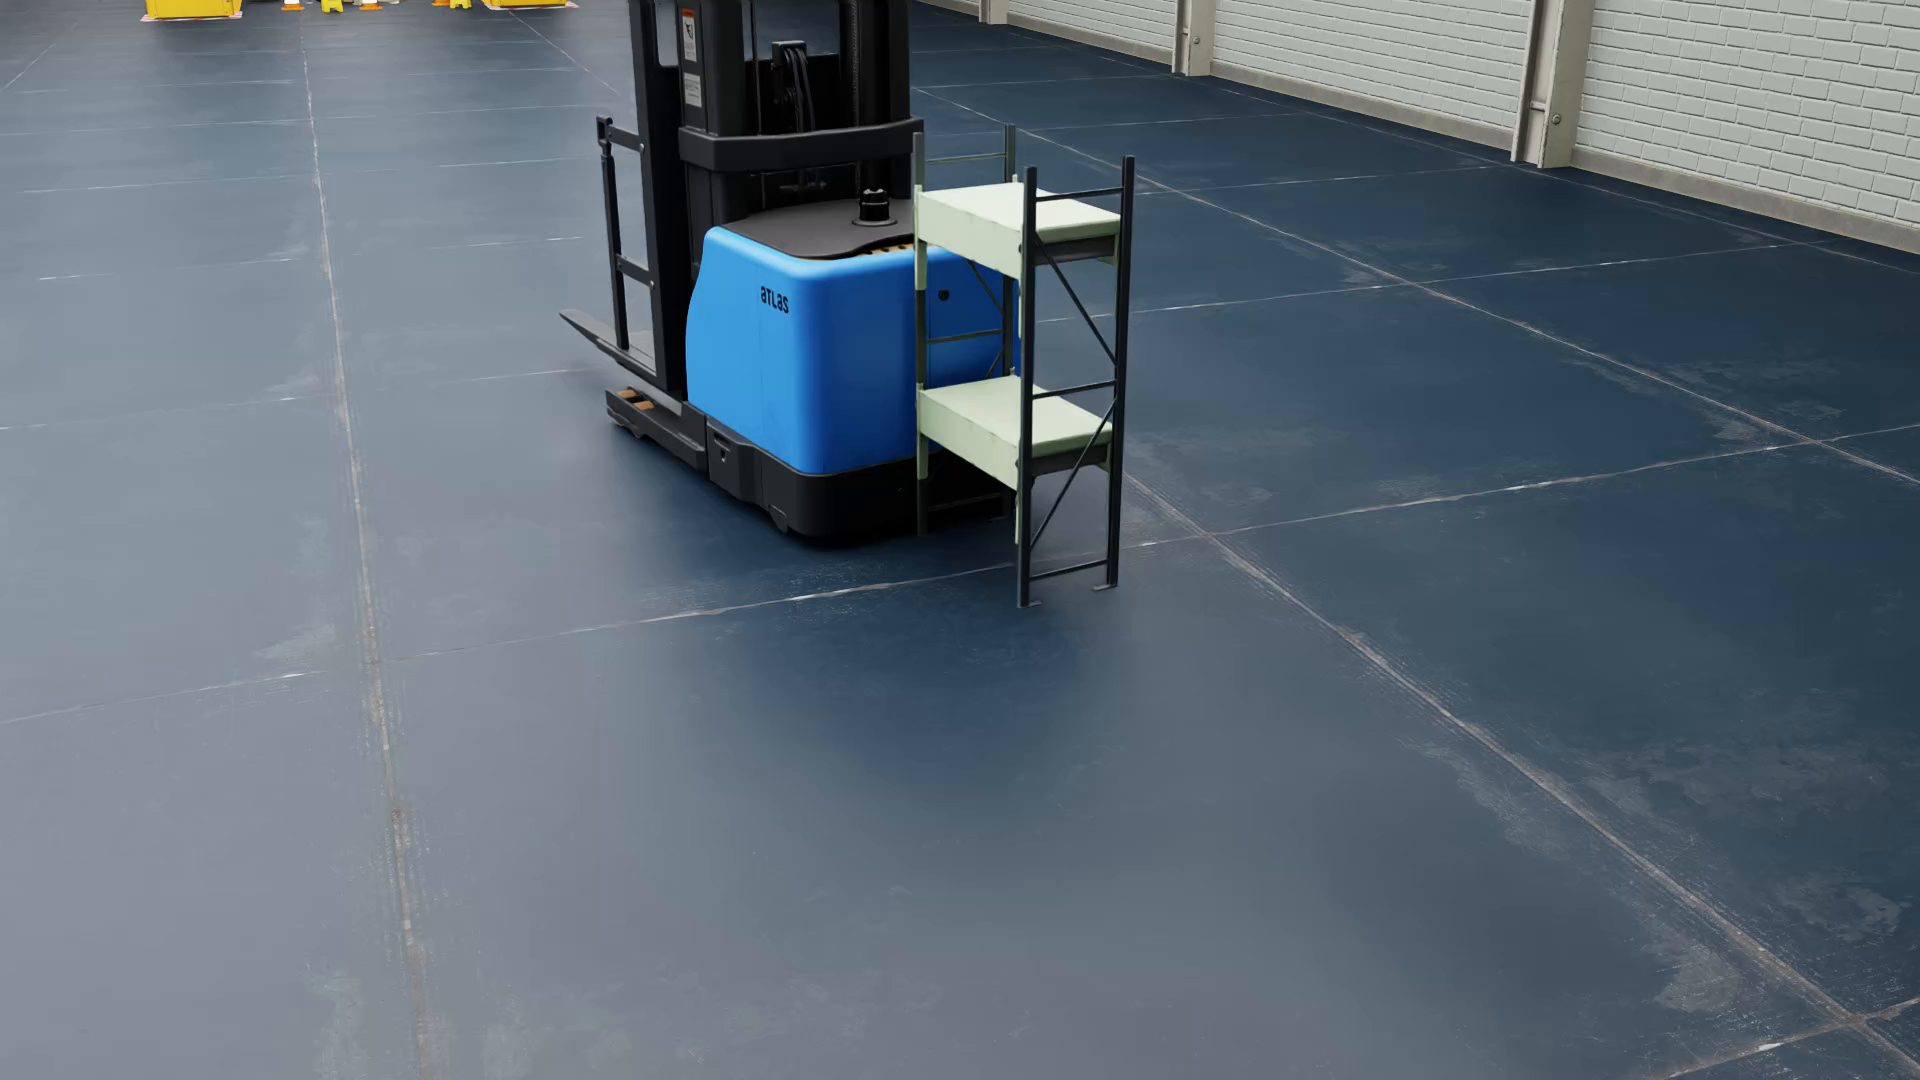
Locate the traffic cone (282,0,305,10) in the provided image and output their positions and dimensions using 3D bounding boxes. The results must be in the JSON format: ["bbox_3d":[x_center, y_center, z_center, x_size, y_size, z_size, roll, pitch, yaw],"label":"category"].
[{"bbox_3d":[-10.326,-8.433,25.662,0.336,0.463,0.334,-8,24,-19],"label":"traffic cone"}]

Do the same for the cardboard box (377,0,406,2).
[{"bbox_3d":[-9.224,-8.815,26.973,0.380,0.149,0.250,4,23,9],"label":"cardboard box"}]

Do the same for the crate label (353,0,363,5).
[{"bbox_3d":[-9.484,-8.591,26.457,0.298,0.136,0.250,18,29,36],"label":"crate label"}]

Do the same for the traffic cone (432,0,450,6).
[{"bbox_3d":[-8.230,-8.740,26.391,0.336,0.463,0.334,-8,24,-19],"label":"traffic cone"}]

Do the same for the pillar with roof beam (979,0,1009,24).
[{"bbox_3d":[-3.540,-10.983,20.721,9.100,9.000,0.400,-8,24,-19],"label":"pillar with roof beam"}]

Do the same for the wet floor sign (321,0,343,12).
[{"bbox_3d":[-9.604,-8.390,25.326,0.267,0.644,0.232,-13,26,-28],"label":"wet floor sign"}]

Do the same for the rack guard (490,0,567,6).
[{"bbox_3d":[-6.898,-8.806,26.498,1.175,0.500,0.348,-8,24,-19],"label":"rack guard"}]

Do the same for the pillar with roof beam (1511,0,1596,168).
[{"bbox_3d":[0.700,-6.622,10.376,9.100,9.000,0.400,-8,24,-19],"label":"pillar with roof beam"}]

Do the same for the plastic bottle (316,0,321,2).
[{"bbox_3d":[-10.373,-8.782,27.007,0.133,0.061,0.283,-18,29,-37],"label":"plastic bottle"}]

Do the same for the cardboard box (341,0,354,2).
[{"bbox_3d":[-9.860,-9.070,27.122,0.637,0.503,0.797,12,26,27],"label":"cardboard box"}]

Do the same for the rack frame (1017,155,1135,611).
[{"bbox_3d":[0.376,-0.492,5.486,0.400,1.500,0.023,-12,26,-27],"label":"rack frame"}]

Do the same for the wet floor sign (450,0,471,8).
[{"bbox_3d":[-7.805,-8.629,25.893,0.267,0.644,0.232,0,23,-1],"label":"wet floor sign"}]

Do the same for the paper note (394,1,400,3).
[{"bbox_3d":[-9.067,-8.632,26.691,0.148,0.019,0.142,-18,29,-37],"label":"paper note"}]

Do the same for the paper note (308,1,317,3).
[{"bbox_3d":[-10.417,-8.633,26.694,0.144,0.017,0.142,0,23,-1],"label":"paper note"}]

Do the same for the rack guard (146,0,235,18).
[{"bbox_3d":[-11.458,-8.053,24.714,1.175,0.500,0.348,-8,24,-19],"label":"rack guard"}]

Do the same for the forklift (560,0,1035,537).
[{"bbox_3d":[-0.927,-1.884,6.945,1.130,2.935,3.031,-14,27,-30],"label":"forklift"}]

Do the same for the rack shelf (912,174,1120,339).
[{"bbox_3d":[0.197,-0.975,5.628,0.431,0.370,0.720,-12,26,-27],"label":"rack shelf"}]

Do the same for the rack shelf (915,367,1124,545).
[{"bbox_3d":[0.197,-0.315,5.906,0.431,0.370,0.720,-12,26,-27],"label":"rack shelf"}]

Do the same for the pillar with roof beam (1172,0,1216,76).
[{"bbox_3d":[-1.420,-8.803,15.549,9.100,9.000,0.400,-8,24,-19],"label":"pillar with roof beam"}]

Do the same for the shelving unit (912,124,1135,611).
[{"bbox_3d":[0.197,-0.616,5.780,0.431,1.500,0.755,-12,26,-27],"label":"shelving unit"}]

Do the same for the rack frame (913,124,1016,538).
[{"bbox_3d":[0.017,-0.740,6.074,0.400,1.500,0.023,-12,26,-27],"label":"rack frame"}]

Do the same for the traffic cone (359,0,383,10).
[{"bbox_3d":[-9.148,-8.464,25.736,0.336,0.463,0.334,-8,24,-19],"label":"traffic cone"}]
